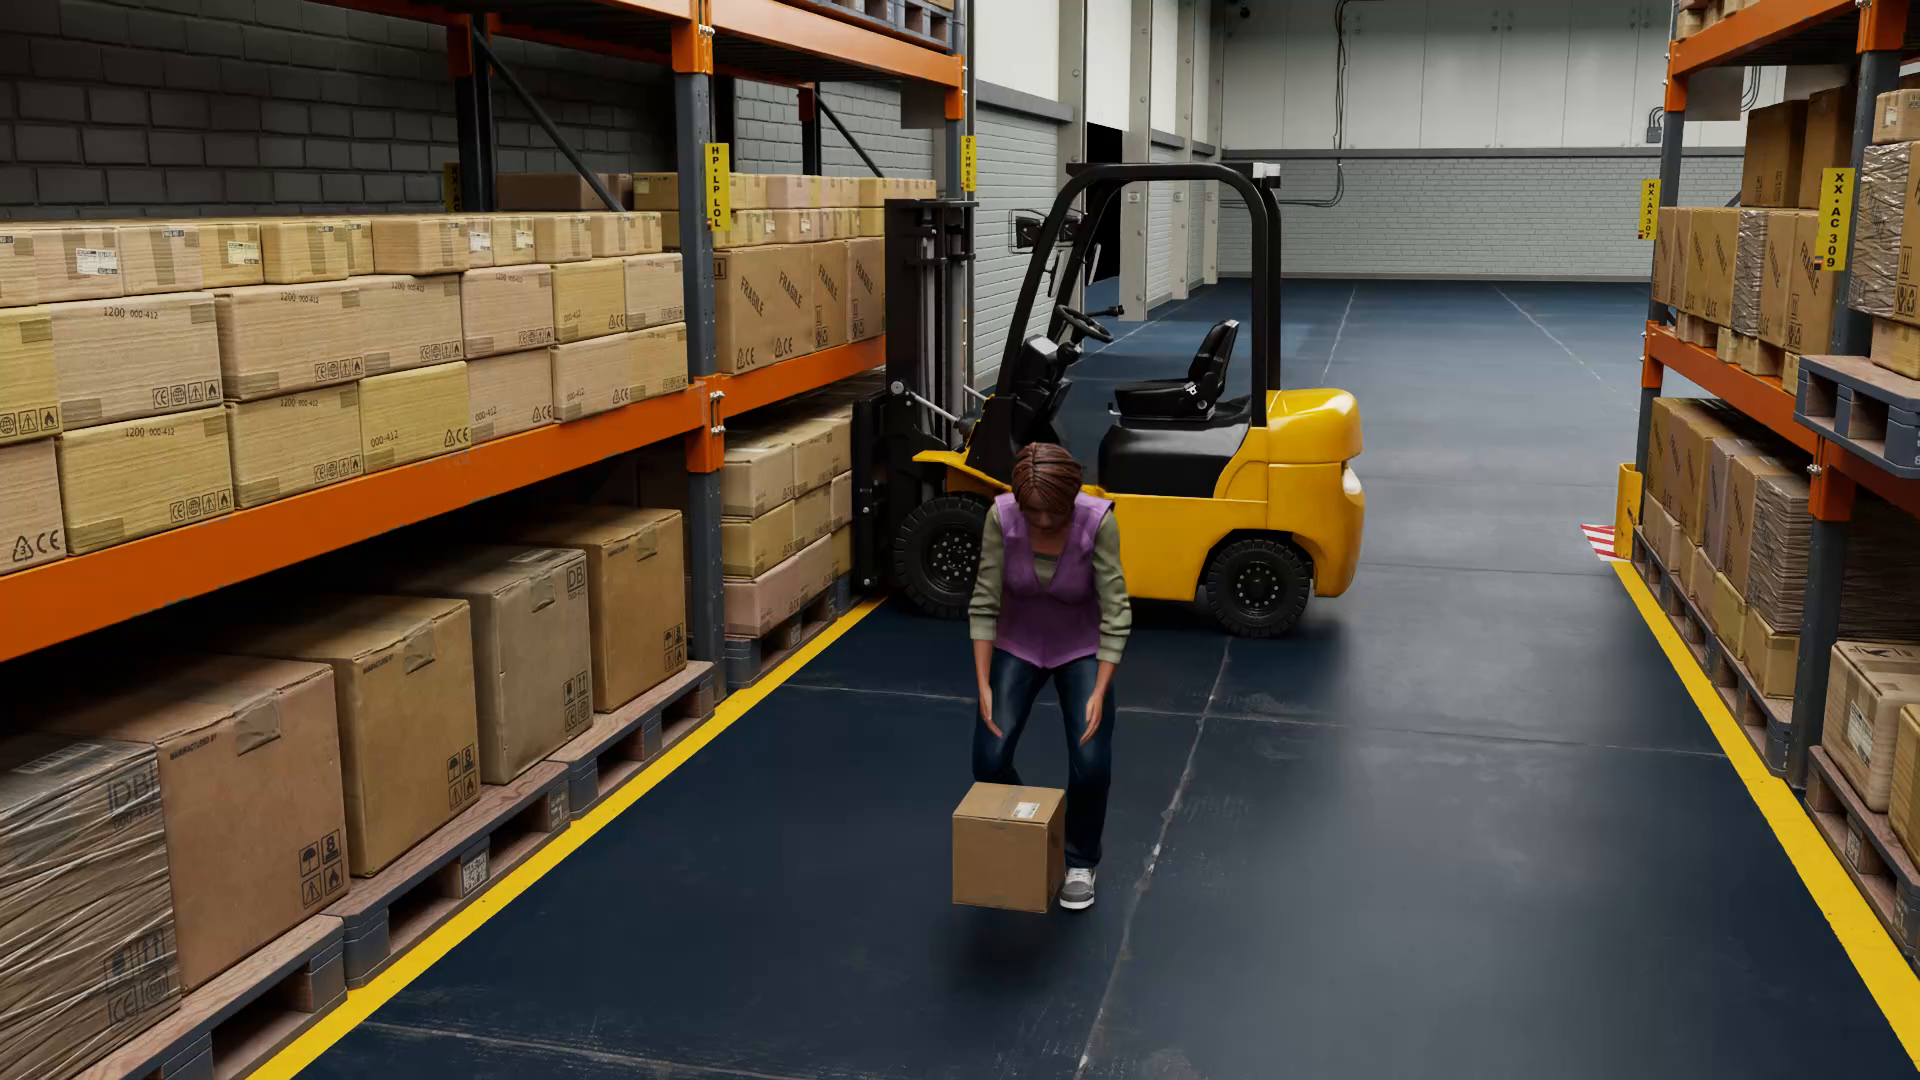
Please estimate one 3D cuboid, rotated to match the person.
[{"bbox_3d":[0.268,0.376,4.732,0.460,1.376,0.601,3,12,14],"label":"person"}]
